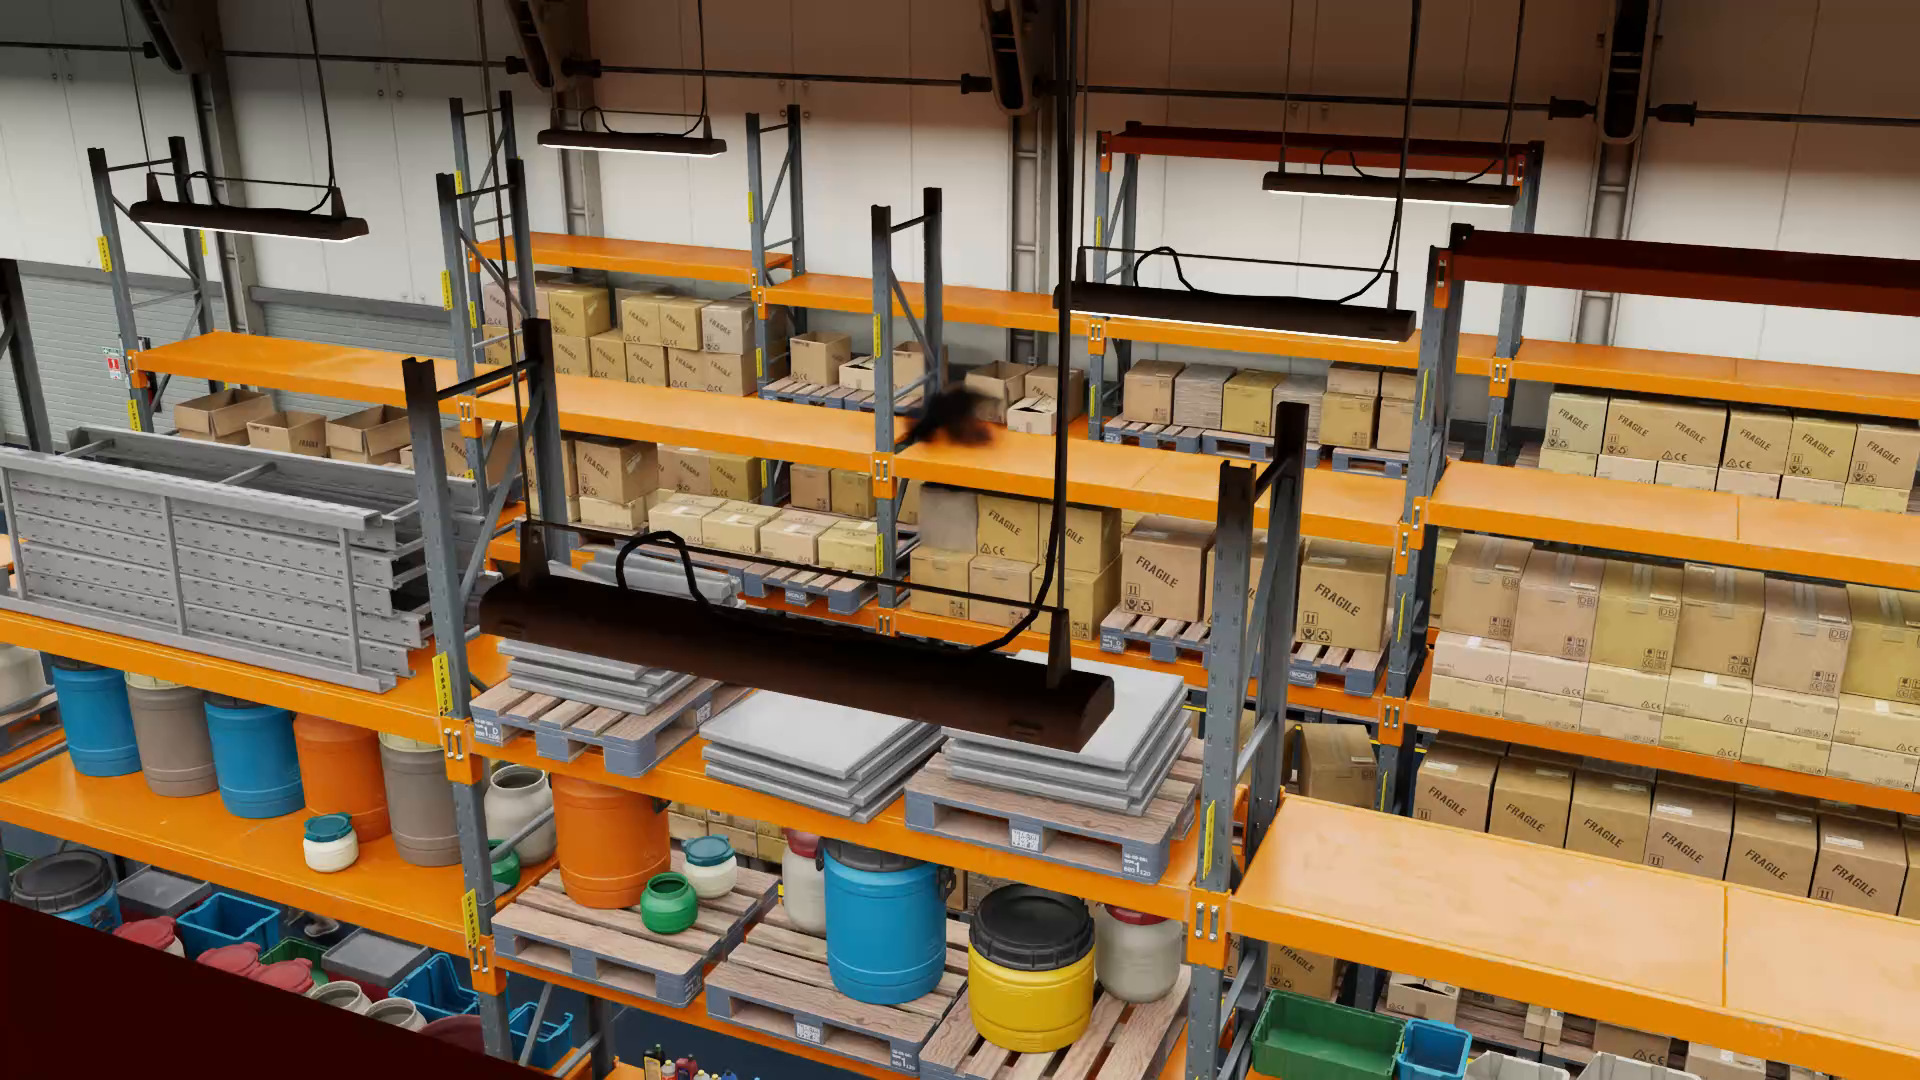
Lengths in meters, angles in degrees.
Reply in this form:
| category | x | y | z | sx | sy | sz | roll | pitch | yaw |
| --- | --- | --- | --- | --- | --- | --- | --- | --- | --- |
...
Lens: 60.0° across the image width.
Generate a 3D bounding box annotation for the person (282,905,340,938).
| category | x | y | z | sx | sy | sz | roll | pitch | yaw |
| --- | --- | --- | --- | --- | --- | --- | --- | --- | --- |
| person | -5.506 | 2.489 | 13.651 | 0.774 | 1.799 | 0.636 | 4 | 21 | 10 |
